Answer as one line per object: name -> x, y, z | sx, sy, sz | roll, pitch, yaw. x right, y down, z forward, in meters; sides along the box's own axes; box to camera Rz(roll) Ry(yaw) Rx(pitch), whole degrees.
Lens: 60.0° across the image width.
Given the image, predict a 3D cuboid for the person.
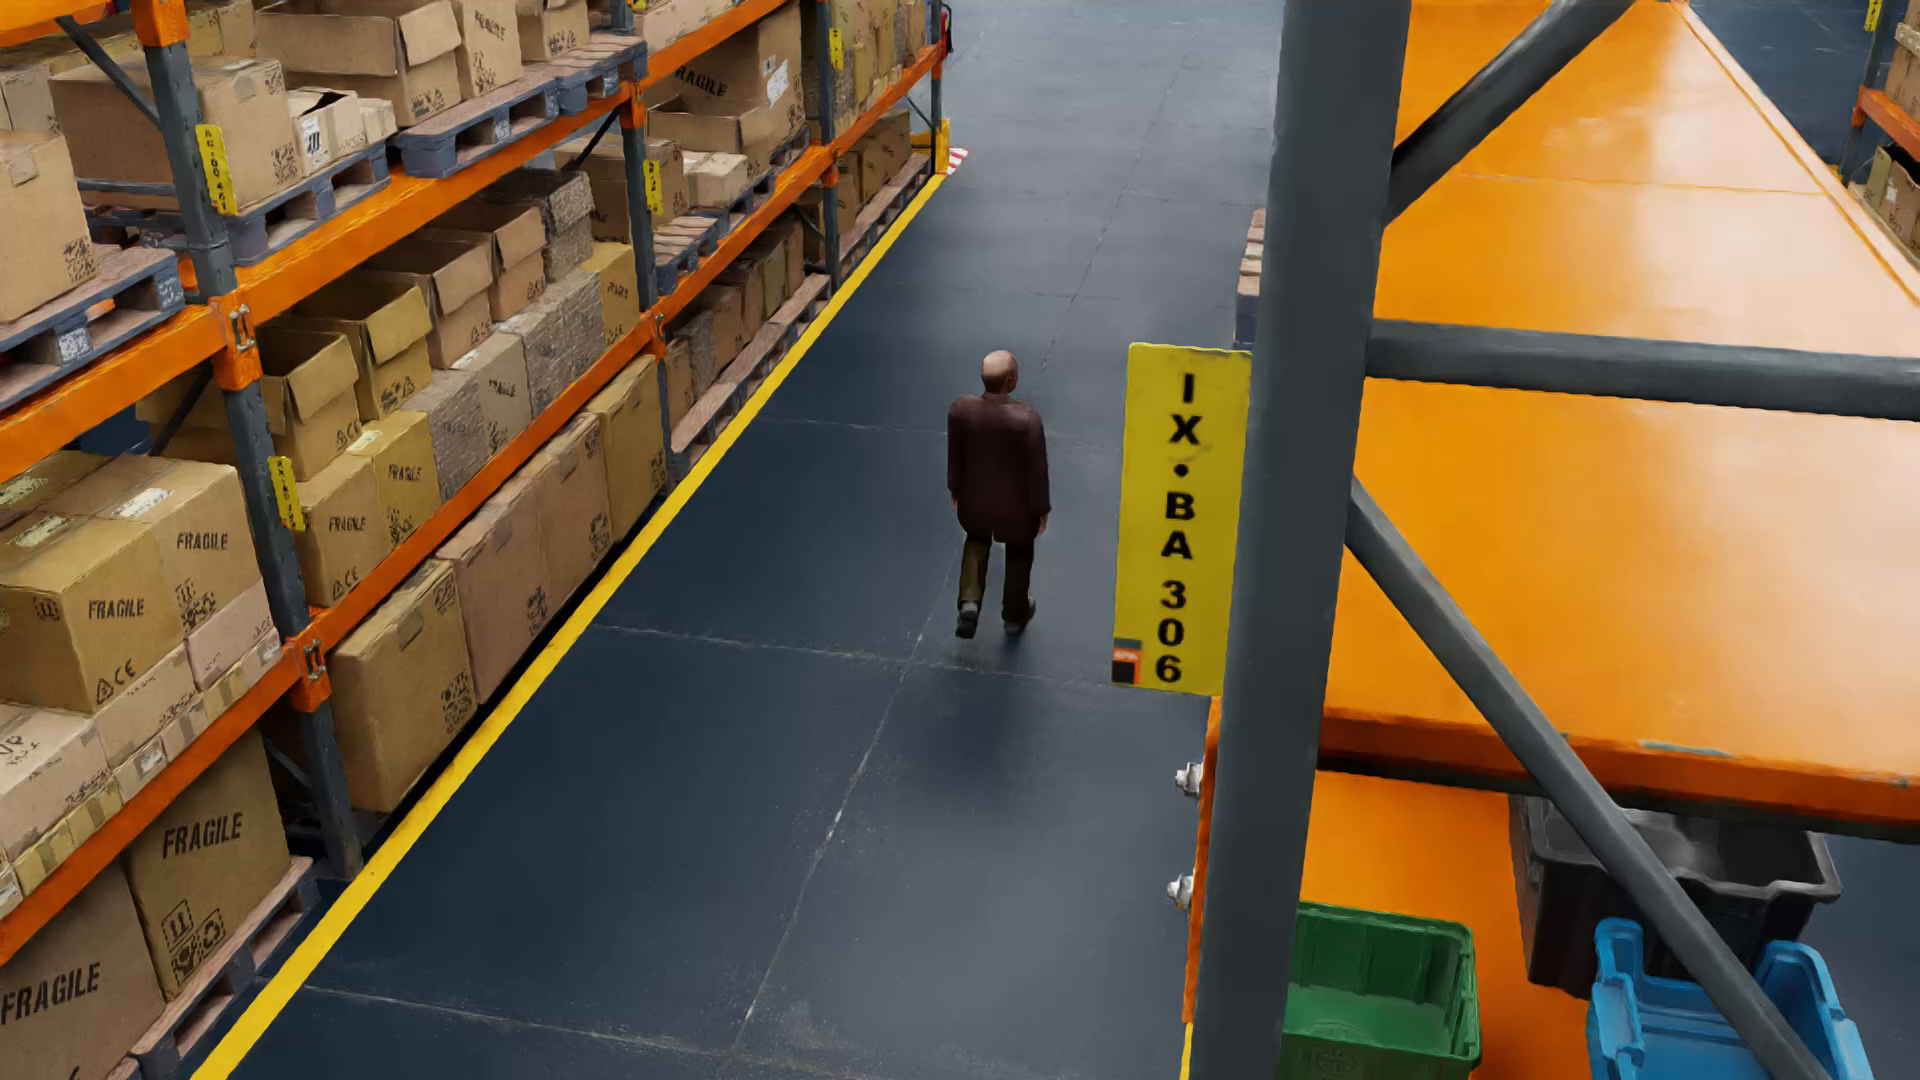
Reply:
person -> 0.231, -0.253, 9.108 | 0.617, 1.772, 0.725 | 10, 30, 18
